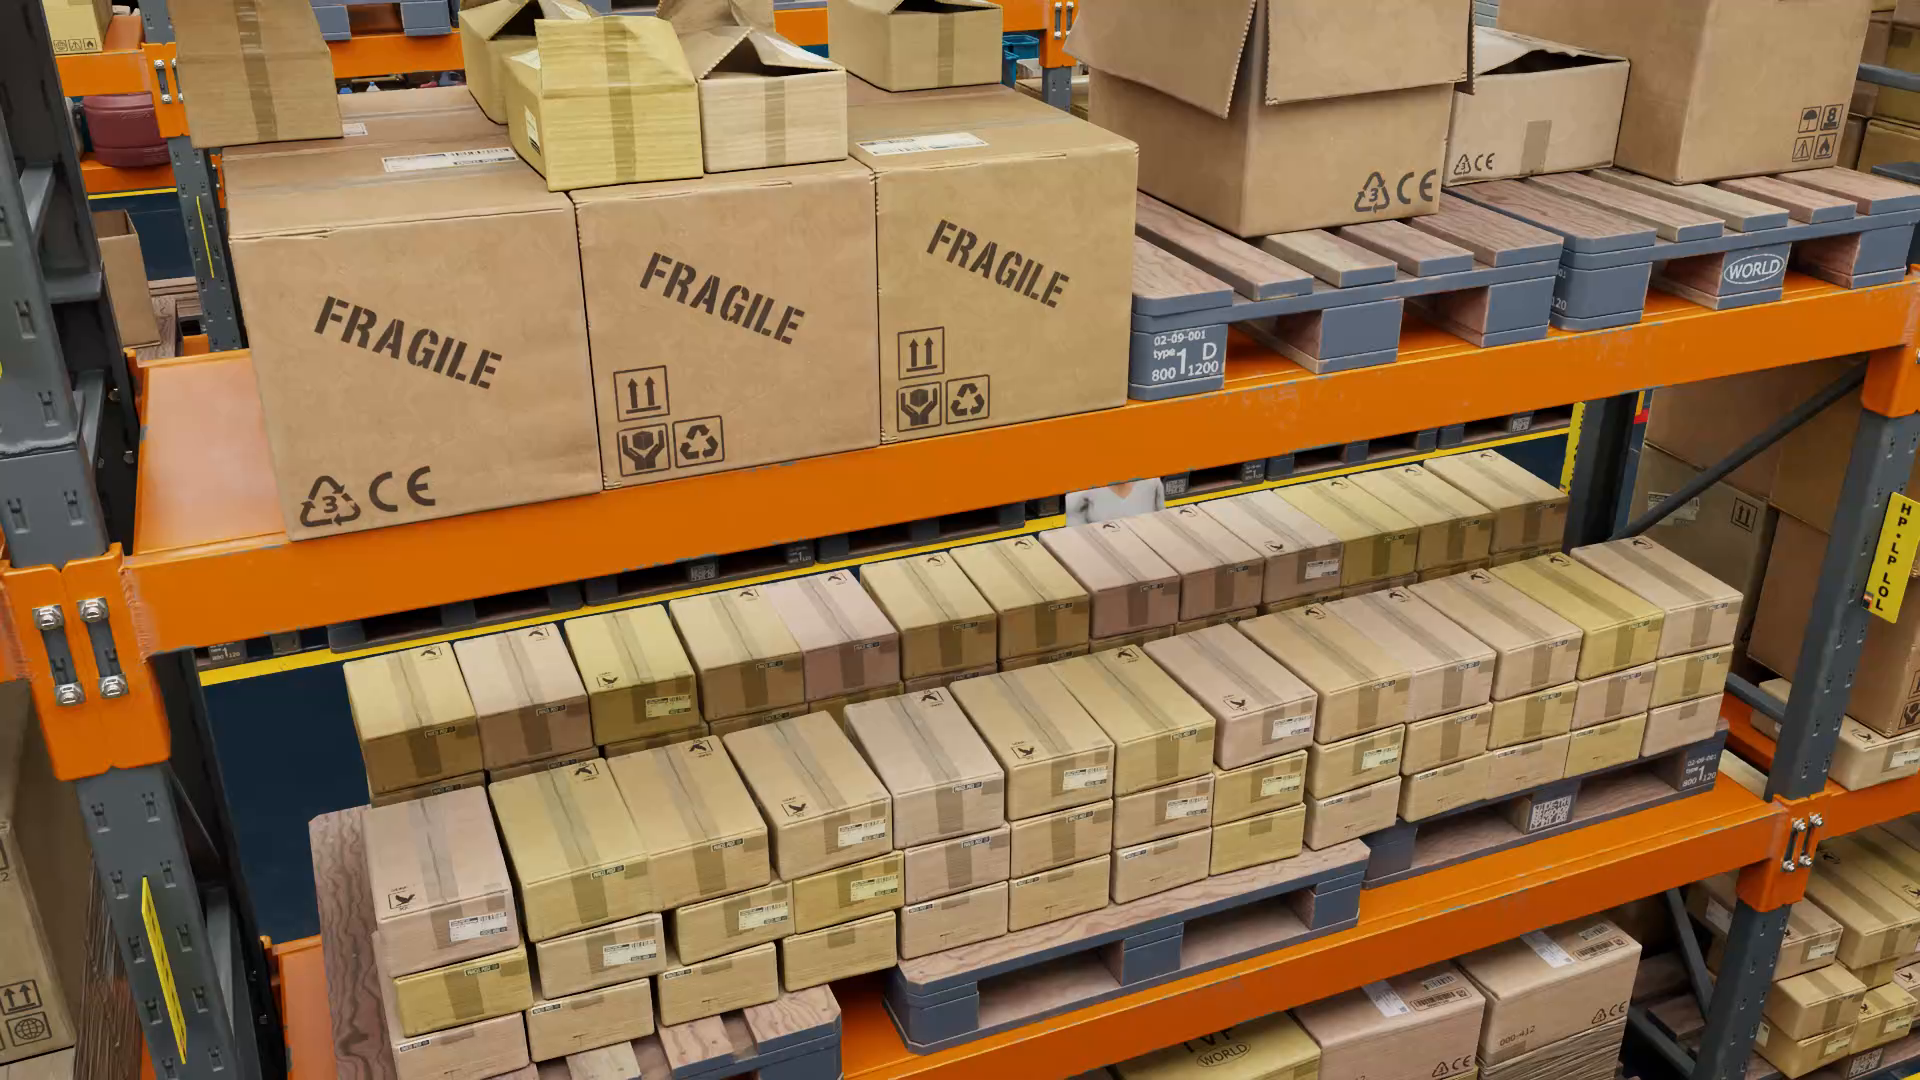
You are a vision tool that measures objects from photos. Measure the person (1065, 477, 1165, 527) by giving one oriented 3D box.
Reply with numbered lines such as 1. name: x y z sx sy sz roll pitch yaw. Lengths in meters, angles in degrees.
1. person: 0.631 0.288 6.536 0.438 1.662 0.552 -10 28 -20
